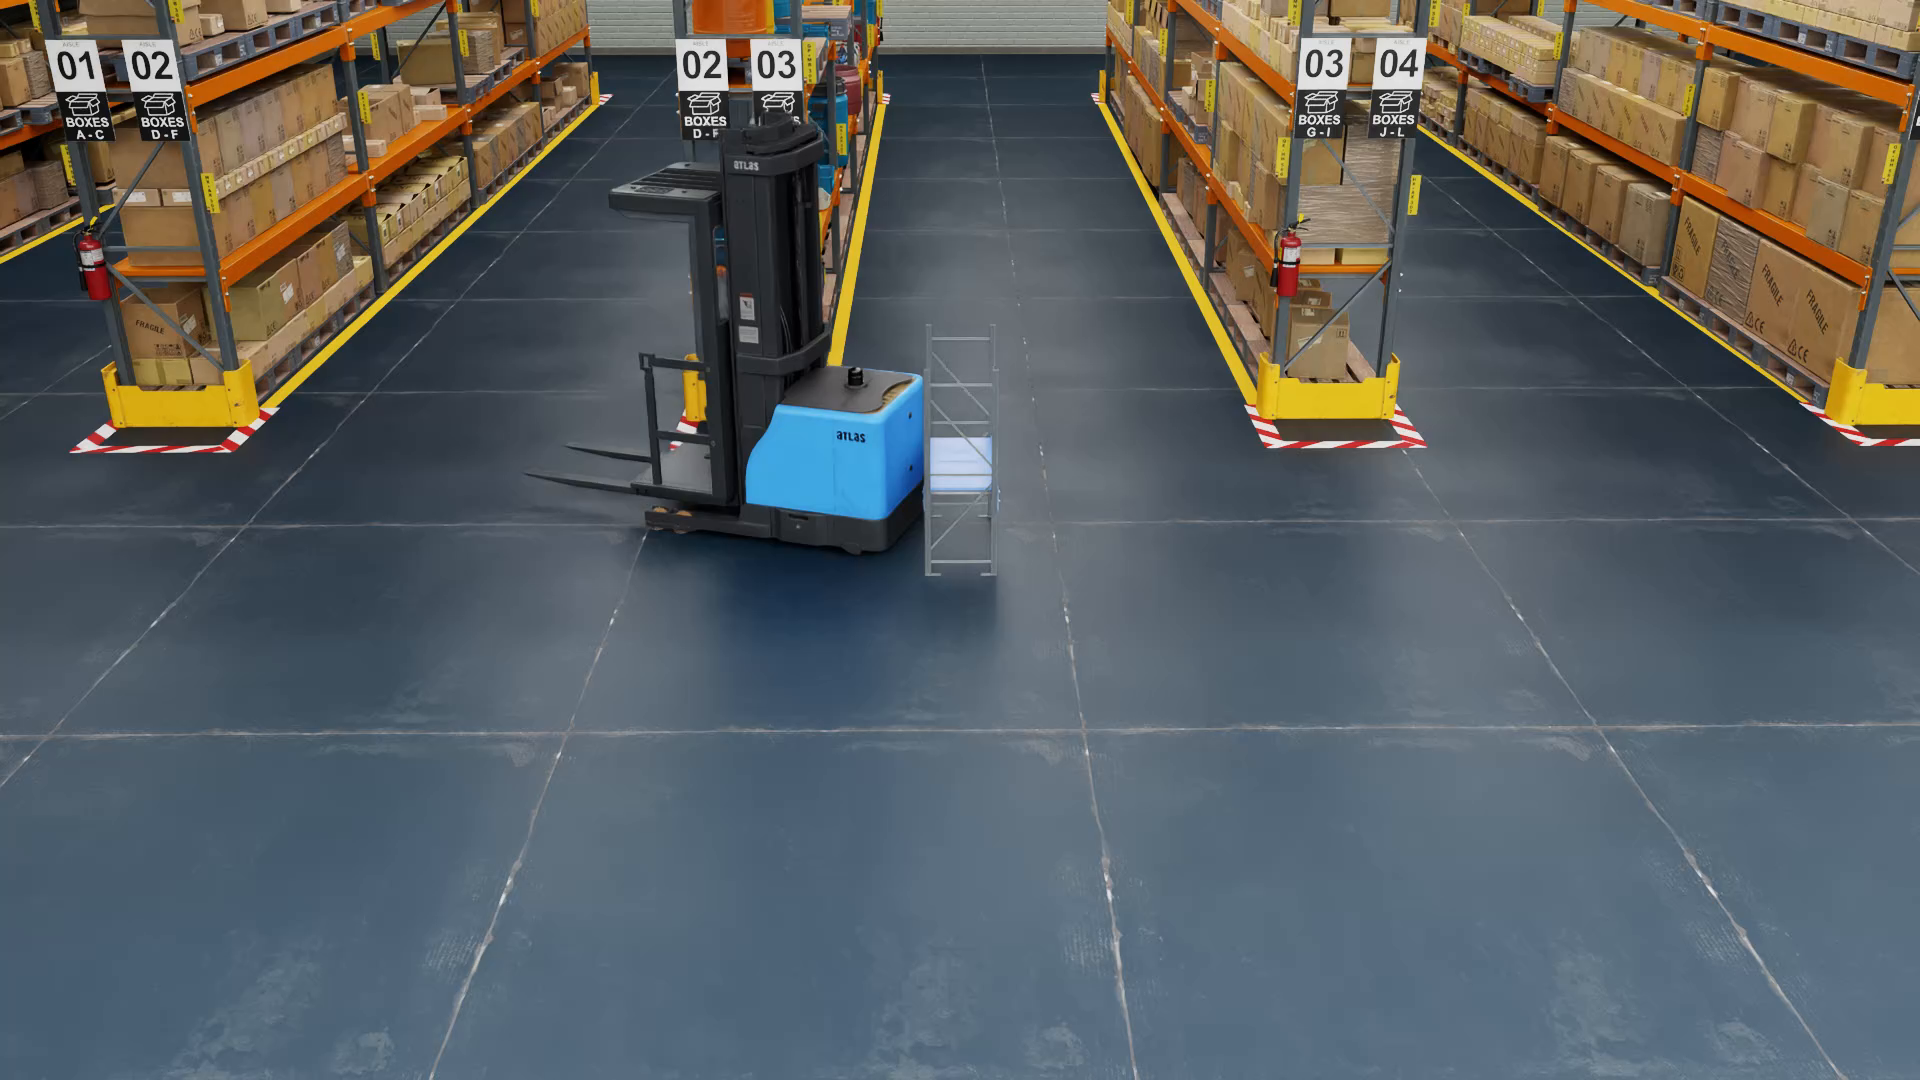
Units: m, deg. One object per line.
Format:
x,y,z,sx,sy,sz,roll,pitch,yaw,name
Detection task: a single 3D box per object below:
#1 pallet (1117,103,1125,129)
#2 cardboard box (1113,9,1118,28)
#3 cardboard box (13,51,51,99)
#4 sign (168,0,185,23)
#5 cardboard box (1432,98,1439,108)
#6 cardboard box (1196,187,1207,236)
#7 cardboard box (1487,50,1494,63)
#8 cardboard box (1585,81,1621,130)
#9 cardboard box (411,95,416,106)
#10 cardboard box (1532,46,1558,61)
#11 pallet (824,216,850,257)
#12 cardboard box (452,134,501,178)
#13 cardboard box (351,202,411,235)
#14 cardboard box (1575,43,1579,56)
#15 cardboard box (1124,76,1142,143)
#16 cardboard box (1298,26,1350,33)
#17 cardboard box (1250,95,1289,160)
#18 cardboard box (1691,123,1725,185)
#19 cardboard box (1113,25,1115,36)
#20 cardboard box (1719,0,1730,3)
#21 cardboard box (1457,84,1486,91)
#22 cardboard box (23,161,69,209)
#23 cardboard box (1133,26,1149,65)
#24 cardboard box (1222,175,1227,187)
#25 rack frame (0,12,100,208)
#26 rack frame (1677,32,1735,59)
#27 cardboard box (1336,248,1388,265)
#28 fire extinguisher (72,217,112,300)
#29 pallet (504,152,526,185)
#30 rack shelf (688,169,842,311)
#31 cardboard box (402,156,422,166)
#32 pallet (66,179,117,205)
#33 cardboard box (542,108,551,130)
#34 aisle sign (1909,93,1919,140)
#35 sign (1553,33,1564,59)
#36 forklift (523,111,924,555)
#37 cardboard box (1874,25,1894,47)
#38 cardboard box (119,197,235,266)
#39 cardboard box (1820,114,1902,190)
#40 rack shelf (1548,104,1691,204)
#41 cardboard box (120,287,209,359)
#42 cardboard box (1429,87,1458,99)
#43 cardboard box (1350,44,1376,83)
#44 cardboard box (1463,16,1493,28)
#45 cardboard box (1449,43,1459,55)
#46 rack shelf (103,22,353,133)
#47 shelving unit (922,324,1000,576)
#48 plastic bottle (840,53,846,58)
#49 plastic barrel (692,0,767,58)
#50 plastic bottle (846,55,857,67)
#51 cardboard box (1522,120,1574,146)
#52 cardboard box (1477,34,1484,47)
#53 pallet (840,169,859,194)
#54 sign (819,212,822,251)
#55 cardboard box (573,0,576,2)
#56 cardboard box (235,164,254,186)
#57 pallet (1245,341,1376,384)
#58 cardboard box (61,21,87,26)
3.126,-6.949,27.242,1.003,0.211,1.213,0,24,-1,pallet
2.778,-8.497,27.102,0.500,0.250,0.500,-1,24,-2,cardboard box
-11.728,-5.739,20.528,0.700,0.500,0.500,-3,25,-7,cardboard box
-6.148,-4.215,13.017,0.100,0.325,0.005,0,24,-1,sign
7.749,-6.969,26.492,0.380,0.149,0.250,0,24,1,cardboard box
3.181,-3.847,19.499,0.700,0.500,0.500,-2,24,-5,cardboard box
7.597,-6.757,23.229,0.380,0.149,0.250,-1,24,-2,cardboard box
7.825,-5.176,19.817,0.500,0.500,0.500,0,24,-1,cardboard box
-6.974,-5.301,20.322,0.500,0.311,0.500,-1,24,-1,cardboard box
7.613,-6.282,21.457,0.380,0.149,0.250,-1,24,-3,cardboard box
-1.857,-3.640,19.925,1.003,0.211,1.213,0,24,-1,pallet
-6.521,-5.177,22.439,0.500,0.500,0.500,-1,24,-2,cardboard box
-6.502,-3.634,18.675,0.500,0.311,0.500,-1,24,-1,cardboard box
8.260,-6.384,21.683,0.380,0.149,0.250,-1,24,-2,cardboard box
3.099,-6.362,24.628,1.225,0.875,0.875,0,24,0,cardboard box
3.002,-4.158,13.745,0.380,0.149,0.250,-1,24,-2,cardboard box
2.936,-3.731,15.048,0.500,0.500,0.500,0,24,-1,cardboard box
8.136,-4.002,17.161,0.875,0.550,0.550,0,24,-1,cardboard box
2.715,-8.365,27.293,0.380,0.149,0.250,-1,24,-2,cardboard box
7.784,-5.424,16.519,0.380,0.149,0.250,-1,24,-1,cardboard box
8.208,-7.231,26.710,0.380,0.149,0.250,-1,24,-3,cardboard box
-11.683,-4.452,20.836,0.700,0.500,0.500,0,24,0,cardboard box
2.827,-7.257,24.417,0.500,0.500,0.500,0,24,0,cardboard box
2.881,-3.695,16.968,0.380,0.149,0.250,0,24,-1,cardboard box
-11.743,-5.687,21.067,1.000,3.000,0.127,0,24,-1,rack frame
12.938,-9.095,28.602,1.000,3.000,0.127,0,24,-1,rack frame
3.438,-2.461,14.240,0.380,0.149,0.250,0,24,-1,cardboard box
-7.166,-2.328,13.735,0.296,0.674,0.183,0,24,-1,fire extinguisher
-6.771,-5.249,23.484,1.003,0.211,1.213,0,24,-1,pallet
-1.772,-2.931,15.847,1.077,0.370,4.000,0,24,-1,rack shelf
-7.078,-4.688,21.004,0.500,0.311,0.500,1,24,1,cardboard box
-11.677,-4.742,22.361,1.003,0.211,1.213,0,24,-1,pallet
-6.622,-6.508,25.612,0.500,0.311,0.500,0,24,-1,cardboard box
7.864,-3.592,13.280,0.394,0.787,0.004,0,24,-1,aisle sign
7.534,-6.219,20.936,0.100,0.325,0.005,0,24,-1,sign
-1.804,-1.578,12.065,3.031,2.935,1.130,8,25,17,forklift
7.819,-4.166,13.739,0.380,0.149,0.250,0,24,0,cardboard box
-6.695,-2.652,14.236,0.700,0.500,0.500,0,24,-1,cardboard box
8.100,-3.377,14.469,0.875,0.550,0.550,0,24,-1,cardboard box
8.098,-4.582,19.498,1.077,0.370,4.000,0,24,-1,rack shelf
-7.006,-1.914,14.642,0.500,0.500,0.500,0,24,-1,cardboard box
7.696,-7.118,26.459,0.380,0.149,0.250,-1,24,-3,cardboard box
3.456,-3.955,13.781,0.500,0.250,0.500,0,24,1,cardboard box
7.577,-7.566,24.296,0.380,0.149,0.250,1,24,2,cardboard box
7.684,-7.490,25.360,0.380,0.149,0.250,-1,24,-2,cardboard box
-6.725,-4.277,15.184,1.077,0.370,4.000,0,24,-1,rack shelf
0.006,-0.648,11.745,0.538,1.500,1.048,0,24,0,shelving unit
-1.668,-6.794,23.670,0.097,0.271,0.097,0,24,0,plastic bottle
-1.882,-4.388,13.525,0.600,0.830,0.708,0,24,-1,plastic barrel
-1.542,-6.748,23.565,0.152,0.276,0.135,0,24,-1,plastic bottle
7.807,-5.409,22.067,0.500,0.250,0.500,-1,24,-2,cardboard box
7.589,-7.110,23.649,0.380,0.149,0.250,-1,24,-3,cardboard box
-1.887,-4.786,22.458,1.003,0.211,1.213,0,24,-1,pallet
-1.200,-2.562,13.822,0.100,0.325,0.005,0,24,-1,sign
-6.591,-9.118,27.319,0.500,0.500,0.500,0,24,1,cardboard box
-6.499,-3.234,14.734,0.380,0.149,0.250,-1,24,-1,cardboard box
3.229,-1.553,15.311,1.003,0.211,1.213,0,24,-1,pallet
-11.497,-6.628,21.733,0.500,0.250,0.500,-1,24,-1,cardboard box
